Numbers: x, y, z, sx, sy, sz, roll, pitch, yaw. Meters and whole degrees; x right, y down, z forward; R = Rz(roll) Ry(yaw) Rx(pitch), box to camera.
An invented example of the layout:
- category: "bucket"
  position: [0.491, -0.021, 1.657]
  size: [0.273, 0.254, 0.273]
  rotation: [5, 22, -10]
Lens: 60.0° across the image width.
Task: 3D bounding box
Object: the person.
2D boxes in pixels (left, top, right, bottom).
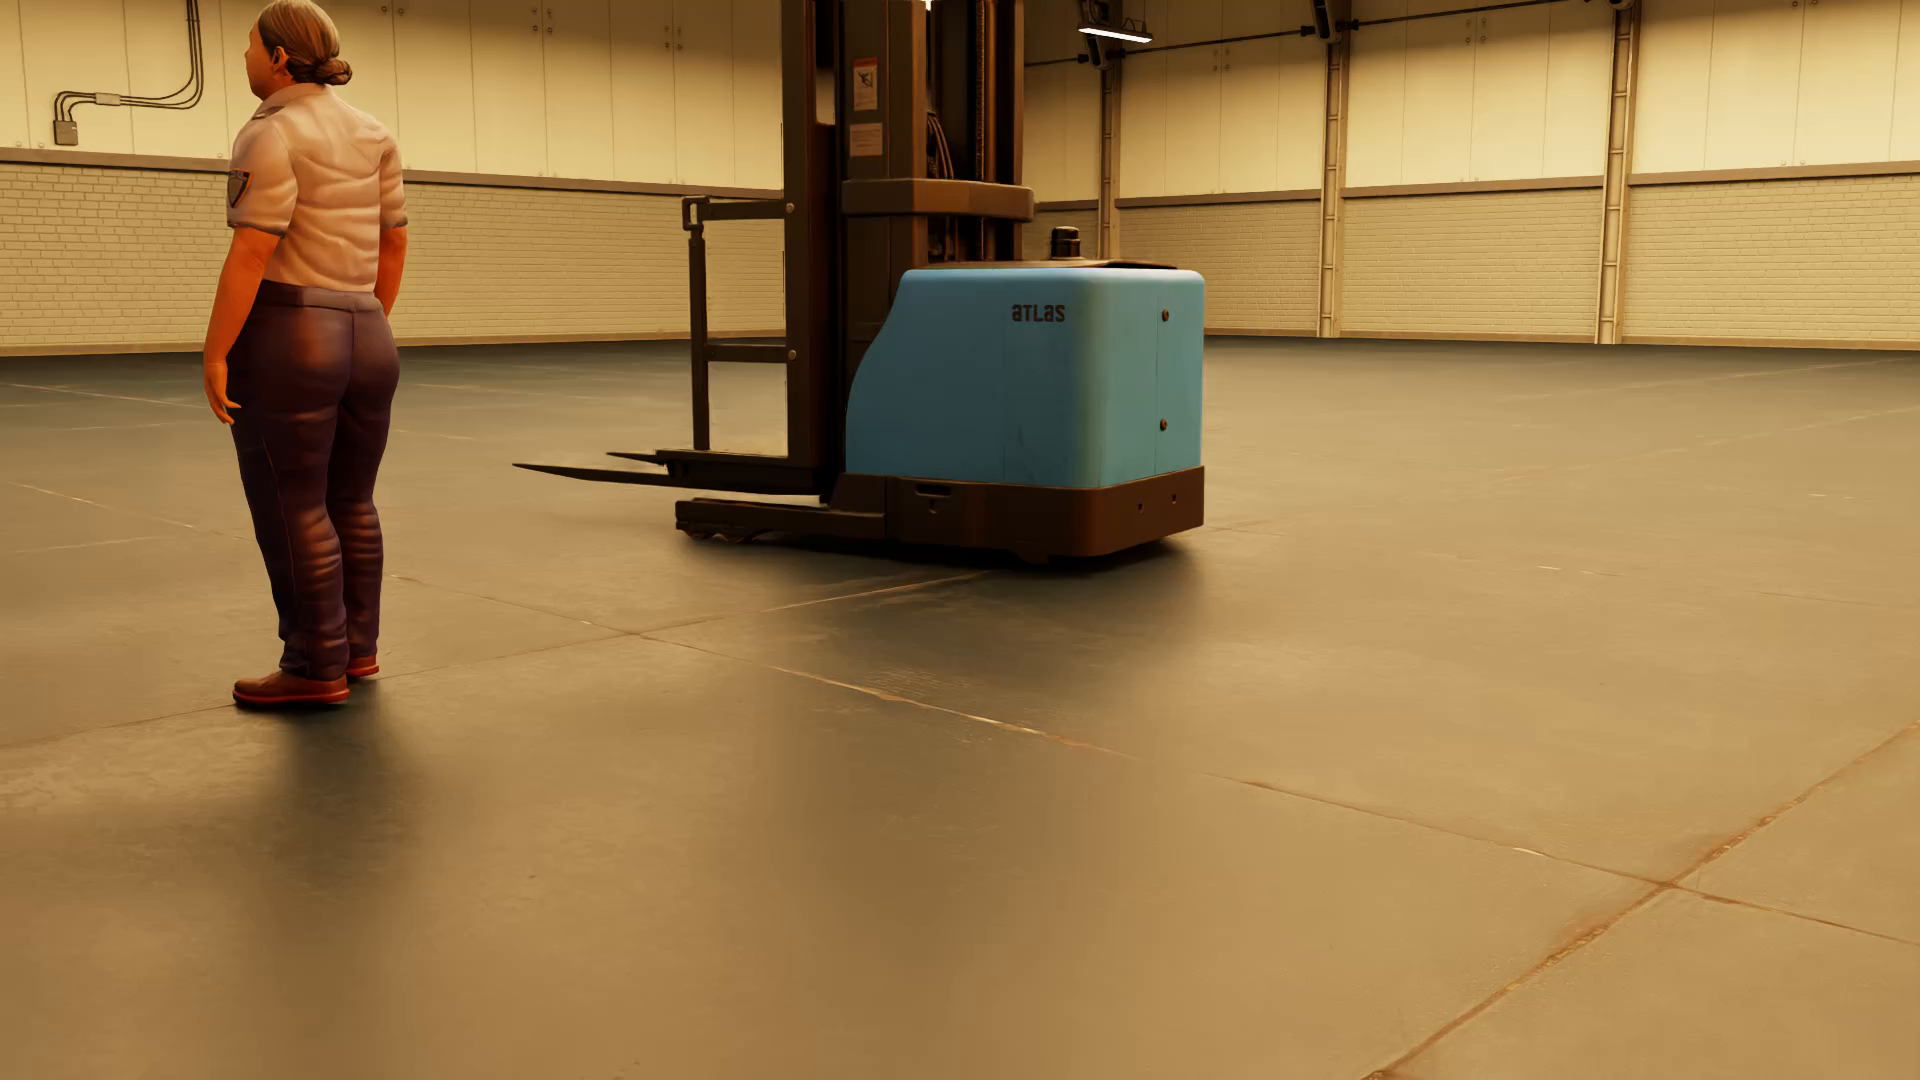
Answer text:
- category: "person"
  position: [-1.621, -0.429, 3.988]
  size: [0.504, 1.650, 0.596]
  rotation: [3, 9, 20]

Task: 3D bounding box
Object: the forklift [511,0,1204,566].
- category: "forklift"
  position: [-0.558, -1.497, 6.814]
  size: [3.031, 2.935, 1.130]
  rotation: [5, 10, 31]
